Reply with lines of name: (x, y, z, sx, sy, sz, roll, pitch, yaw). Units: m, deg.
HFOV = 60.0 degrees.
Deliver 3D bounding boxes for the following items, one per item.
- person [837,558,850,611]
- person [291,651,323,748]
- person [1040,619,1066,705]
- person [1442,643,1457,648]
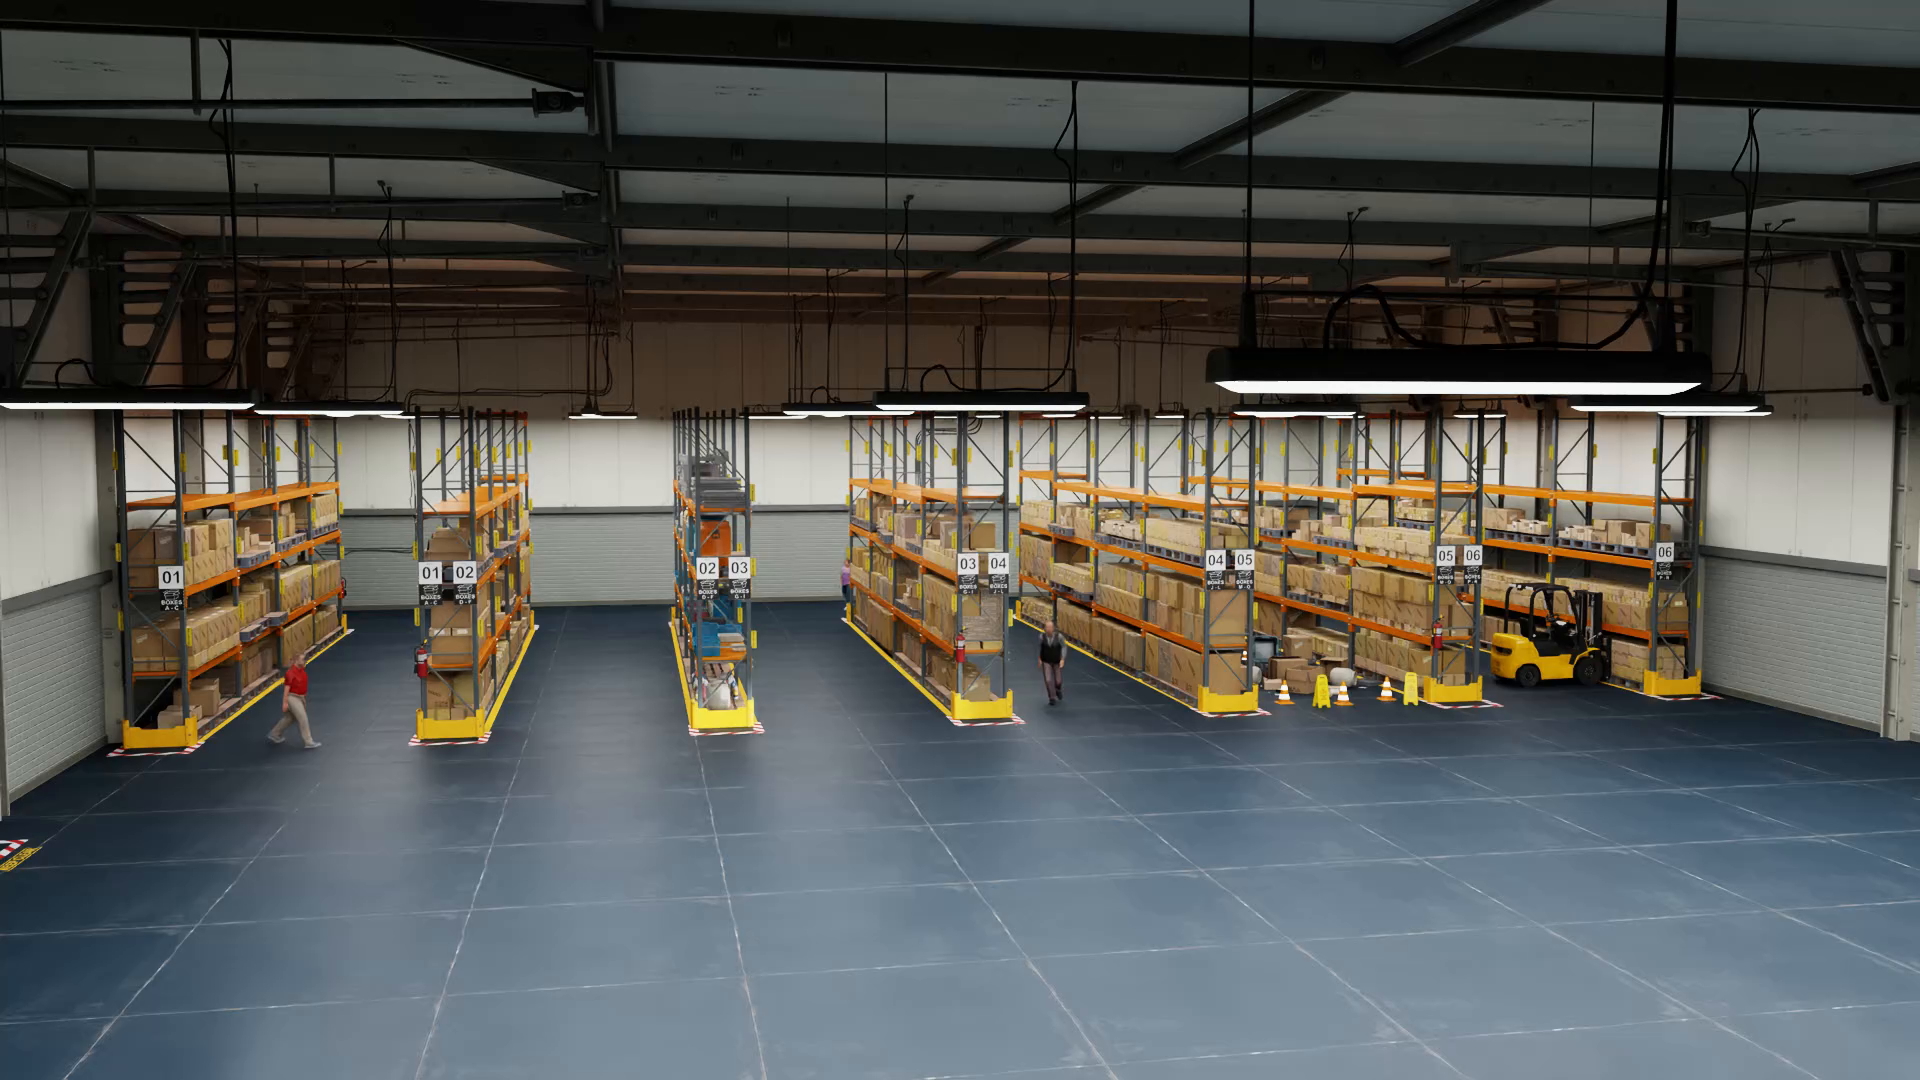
person: (-3.501, 1.344, 50.220, 0.449, 1.605, 0.412, 1, 4, 16)
person: (-11.483, 2.779, 29.180, 0.704, 1.699, 0.537, 1, 4, 9)
person: (1.880, 2.483, 33.743, 0.589, 1.766, 0.429, 2, 5, 29)
person: (11.334, 2.173, 38.472, 0.416, 1.660, 0.636, -4, 6, -44)
